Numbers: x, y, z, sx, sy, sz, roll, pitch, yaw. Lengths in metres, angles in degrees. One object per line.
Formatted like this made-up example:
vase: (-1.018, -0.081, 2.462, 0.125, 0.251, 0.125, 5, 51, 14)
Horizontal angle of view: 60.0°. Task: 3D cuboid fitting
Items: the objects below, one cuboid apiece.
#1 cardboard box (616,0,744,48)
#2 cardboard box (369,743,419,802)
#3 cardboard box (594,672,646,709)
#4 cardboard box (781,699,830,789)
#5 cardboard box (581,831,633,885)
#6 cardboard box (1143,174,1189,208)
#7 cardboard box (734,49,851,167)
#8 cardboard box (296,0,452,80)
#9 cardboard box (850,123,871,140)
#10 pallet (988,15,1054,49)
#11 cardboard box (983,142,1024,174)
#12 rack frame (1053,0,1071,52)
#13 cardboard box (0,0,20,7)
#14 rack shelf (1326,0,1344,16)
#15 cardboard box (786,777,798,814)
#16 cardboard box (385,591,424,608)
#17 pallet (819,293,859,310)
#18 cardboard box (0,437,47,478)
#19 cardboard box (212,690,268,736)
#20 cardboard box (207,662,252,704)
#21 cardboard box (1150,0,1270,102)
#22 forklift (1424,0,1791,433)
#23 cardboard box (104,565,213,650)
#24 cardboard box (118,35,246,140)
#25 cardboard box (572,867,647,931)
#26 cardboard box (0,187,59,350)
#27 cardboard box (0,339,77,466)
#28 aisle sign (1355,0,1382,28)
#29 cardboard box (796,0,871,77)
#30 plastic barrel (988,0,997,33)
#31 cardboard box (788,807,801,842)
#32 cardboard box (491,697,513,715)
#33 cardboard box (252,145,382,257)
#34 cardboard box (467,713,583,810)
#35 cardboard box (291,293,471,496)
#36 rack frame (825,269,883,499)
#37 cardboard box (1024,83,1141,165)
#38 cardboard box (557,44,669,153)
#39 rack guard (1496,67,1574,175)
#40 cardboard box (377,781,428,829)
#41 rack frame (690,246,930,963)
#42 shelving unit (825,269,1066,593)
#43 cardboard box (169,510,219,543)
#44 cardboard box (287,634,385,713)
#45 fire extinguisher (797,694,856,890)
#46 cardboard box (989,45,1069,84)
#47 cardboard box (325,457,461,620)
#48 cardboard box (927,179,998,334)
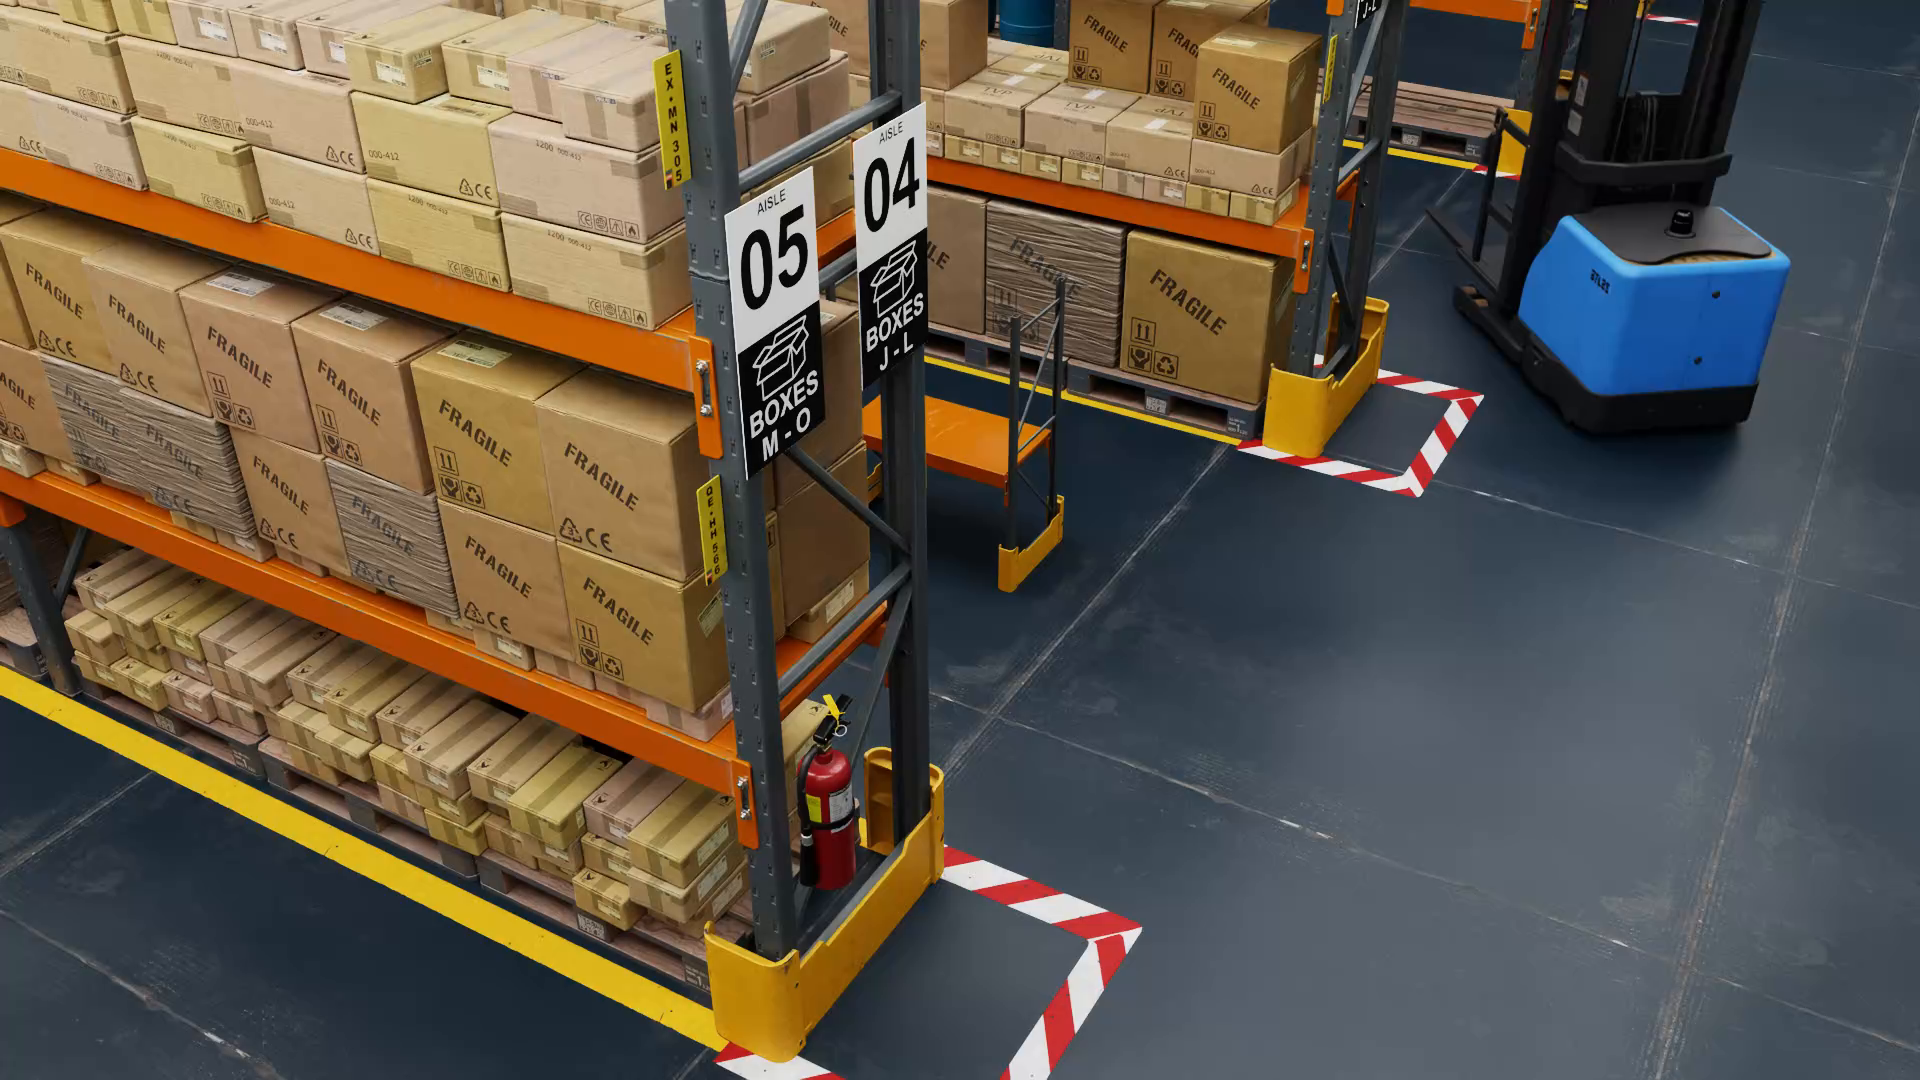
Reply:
cardboard box: (-0.794, -1.511, 4.931, 0.250, 0.149, 0.380, 19, 38, 26)
cardboard box: (-2.135, 0.849, 6.693, 0.250, 0.149, 0.380, 20, 38, 27)
cardboard box: (-1.034, 0.391, 5.683, 0.250, 0.149, 0.380, 18, 37, 24)
cardboard box: (-0.700, 0.783, 6.524, 0.250, 0.149, 0.380, 16, 37, 22)
cardboard box: (-1.213, 1.109, 6.303, 0.250, 0.149, 0.380, 17, 37, 23)
cardboard box: (1.218, -2.008, 9.286, 0.250, 0.149, 0.380, 18, 38, 25)
cardboard box: (-0.674, -1.316, 4.998, 0.500, 0.250, 0.500, 18, 38, 25)
cardboard box: (-1.710, -1.488, 4.896, 0.250, 0.149, 0.380, 17, 37, 23)
cardboard box: (-0.559, -2.571, 10.131, 0.250, 0.149, 0.380, 17, 37, 23)
pallet: (0.471, -4.588, 15.449, 1.213, 0.211, 1.003, 18, 37, 24)
cardboard box: (0.336, -2.288, 9.706, 0.250, 0.149, 0.380, 18, 38, 25)
rack frame: (1.120, -5.516, 14.327, 0.127, 3.000, 1.000, 18, 37, 24)
cardboard box: (-3.085, -1.911, 5.532, 0.250, 0.149, 0.380, 16, 37, 23)
rack shelf: (0.399, -3.531, 9.290, 4.000, 0.370, 1.077, 18, 37, 24)
cardboard box: (-0.741, 0.947, 6.546, 0.250, 0.149, 0.380, 19, 38, 26)
cardboard box: (-1.911, 0.081, 6.149, 0.250, 0.149, 0.380, 16, 37, 22)
pallet: (-0.716, -1.725, 11.150, 1.213, 0.211, 1.003, 18, 37, 24)
cardboard box: (-3.803, -0.433, 6.921, 0.250, 0.149, 0.380, 19, 38, 26)
cardboard box: (-3.012, 0.655, 7.253, 0.250, 0.149, 0.380, 17, 37, 23)
cardboard box: (-3.004, 0.520, 7.188, 0.250, 0.149, 0.380, 16, 37, 22)
cardboard box: (1.418, -2.805, 9.447, 0.500, 0.500, 0.500, 17, 37, 23)
forklift: (3.887, -2.639, 10.068, 1.130, 2.935, 3.031, -5, 34, -7)
cardboard box: (-3.480, 0.290, 7.265, 0.250, 0.149, 0.380, 20, 38, 27)
cardboard box: (-2.260, -1.498, 5.272, 0.500, 0.250, 0.500, 16, 37, 22)
cardboard box: (-1.247, 1.272, 6.327, 0.250, 0.149, 0.380, 19, 38, 26)
cardboard box: (-3.615, -1.114, 6.455, 0.500, 0.500, 0.500, 19, 38, 26)
cardboard box: (-3.581, -0.681, 6.708, 0.500, 0.500, 0.500, 17, 37, 24)
aisle sign: (2.049, -2.950, 8.129, 0.004, 0.787, 0.394, 18, 37, 24)
cardboard box: (-0.625, -3.112, 9.907, 0.500, 0.500, 0.500, 18, 37, 24)
plastic barrel: (0.041, -5.170, 15.322, 0.708, 0.901, 0.600, 18, 37, 24)
cardboard box: (-0.709, 1.040, 6.675, 0.250, 0.149, 0.380, 18, 38, 25)
cardboard box: (-1.910, 0.615, 7.045, 0.250, 0.149, 0.380, 20, 38, 27)
cardboard box: (-1.810, -1.137, 5.180, 0.500, 0.250, 0.500, 19, 38, 26)
cardboard box: (-1.670, 0.859, 6.411, 0.250, 0.149, 0.380, 16, 37, 23)
cardboard box: (-1.830, -0.539, 5.593, 0.500, 0.500, 0.500, 20, 38, 27)
rack frame: (-0.515, -0.788, 8.579, 0.032, 1.500, 0.500, 18, 37, 24)
cardboard box: (0.701, -2.379, 9.483, 0.500, 0.250, 0.500, 16, 37, 23)
cardboard box: (-0.848, -1.183, 4.439, 0.250, 0.149, 0.380, 17, 37, 24)
rack guard: (4.620, -3.375, 13.367, 0.348, 0.500, 1.175, 18, 37, 24)
cardboard box: (-2.135, 0.972, 6.778, 0.250, 0.149, 0.380, 18, 38, 25)
rack frame: (-0.413, 0.327, 5.553, 0.127, 3.000, 1.000, 18, 37, 24)
shelving unit: (-0.066, -0.645, 8.366, 1.083, 1.500, 0.587, 18, 37, 24)
cardboard box: (-2.864, -0.172, 6.528, 0.250, 0.149, 0.380, 18, 38, 25)
cardboard box: (-2.541, 0.541, 6.888, 0.250, 0.149, 0.380, 16, 37, 22)
fire extinguisher: (-0.424, 0.805, 5.240, 0.183, 0.674, 0.296, 18, 37, 24)
cardboard box: (0.508, -2.776, 10.080, 0.500, 0.250, 0.500, 17, 37, 23)
cardboard box: (-1.821, -0.117, 5.861, 0.500, 0.500, 0.500, 18, 38, 25)
cardboard box: (-0.023, -1.955, 10.518, 0.875, 0.875, 0.875, 18, 37, 24)
